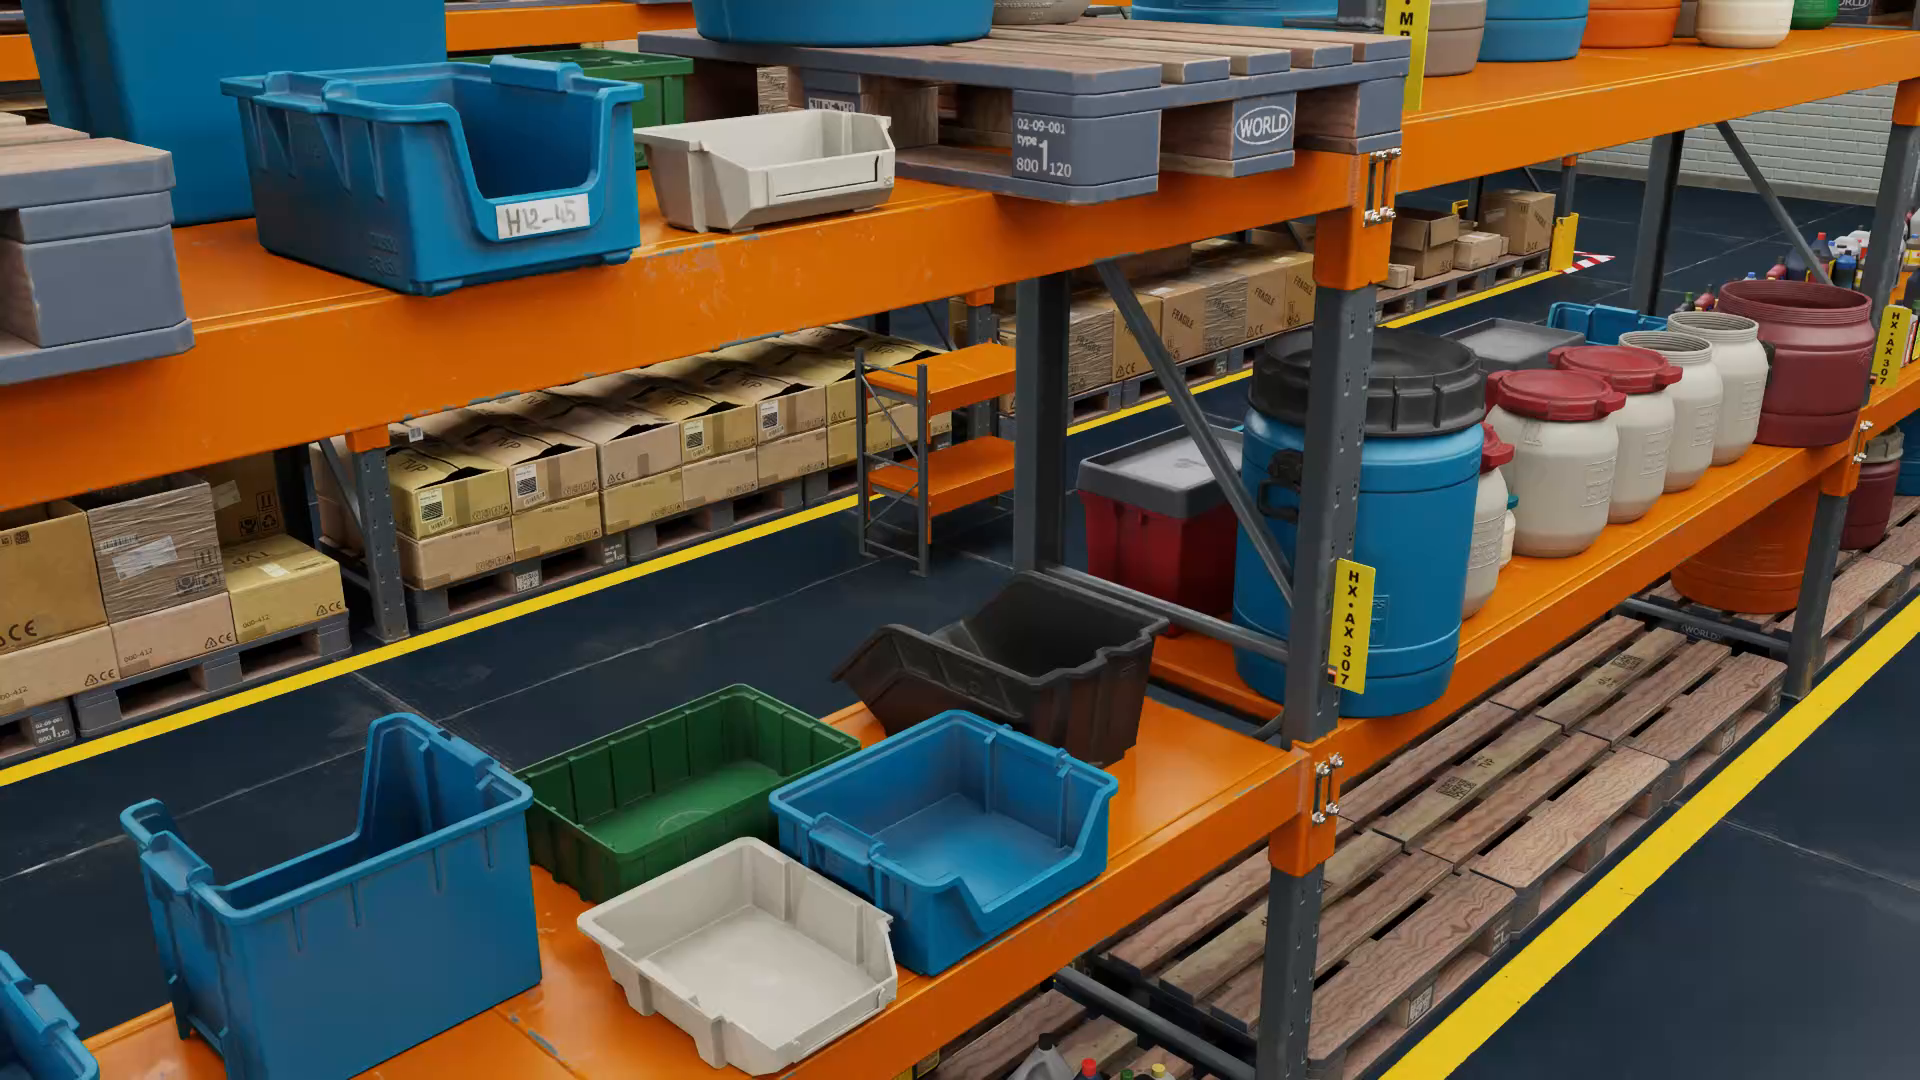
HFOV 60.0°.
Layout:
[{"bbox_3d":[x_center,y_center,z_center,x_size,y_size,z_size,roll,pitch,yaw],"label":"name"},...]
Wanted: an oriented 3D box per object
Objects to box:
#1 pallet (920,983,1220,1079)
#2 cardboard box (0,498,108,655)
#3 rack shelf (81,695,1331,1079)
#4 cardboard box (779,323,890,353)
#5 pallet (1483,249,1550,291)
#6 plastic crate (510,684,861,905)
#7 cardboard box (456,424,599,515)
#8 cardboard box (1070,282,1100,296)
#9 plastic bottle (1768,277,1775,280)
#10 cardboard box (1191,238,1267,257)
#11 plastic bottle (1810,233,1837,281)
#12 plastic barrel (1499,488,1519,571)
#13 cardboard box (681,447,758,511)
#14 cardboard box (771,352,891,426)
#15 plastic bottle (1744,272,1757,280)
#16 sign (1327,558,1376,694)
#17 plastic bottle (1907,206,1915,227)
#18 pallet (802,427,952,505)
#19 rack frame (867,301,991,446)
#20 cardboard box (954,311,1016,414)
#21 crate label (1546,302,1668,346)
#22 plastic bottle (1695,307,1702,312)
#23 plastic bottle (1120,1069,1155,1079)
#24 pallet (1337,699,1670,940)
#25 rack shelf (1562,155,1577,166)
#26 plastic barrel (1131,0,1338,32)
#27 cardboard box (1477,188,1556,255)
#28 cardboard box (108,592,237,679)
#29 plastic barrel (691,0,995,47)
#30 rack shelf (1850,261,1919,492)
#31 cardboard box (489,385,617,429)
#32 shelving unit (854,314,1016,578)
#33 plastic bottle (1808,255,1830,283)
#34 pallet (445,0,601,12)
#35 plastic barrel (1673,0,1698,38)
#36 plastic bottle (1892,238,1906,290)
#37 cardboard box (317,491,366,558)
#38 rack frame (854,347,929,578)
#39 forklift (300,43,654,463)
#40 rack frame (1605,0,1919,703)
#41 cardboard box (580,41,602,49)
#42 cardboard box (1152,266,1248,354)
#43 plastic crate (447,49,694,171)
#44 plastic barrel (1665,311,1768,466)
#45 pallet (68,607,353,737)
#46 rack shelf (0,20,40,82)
[{"bbox_3d":[0.048,1.659,4.464,1.003,0.211,1.213,19,28,41],"label":"pallet"},{"bbox_3d":[-3.870,0.121,6.781,0.500,0.500,0.500,19,28,41],"label":"cardboard box"},{"bbox_3d":[-0.849,1.045,3.177,1.077,0.370,4.000,19,28,41],"label":"rack shelf"},{"bbox_3d":[-0.785,-1.187,10.447,0.500,0.311,0.500,-19,28,-40],"label":"cardboard box"},{"bbox_3d":[4.763,-2.603,15.554,1.003,0.211,1.213,19,28,41],"label":"pallet"},{"bbox_3d":[-0.603,0.573,3.699,0.450,0.188,0.662,19,28,41],"label":"plastic crate"},{"bbox_3d":[-2.180,-0.391,8.376,0.500,0.311,0.500,19,28,40],"label":"cardboard box"},{"bbox_3d":[0.636,-1.544,11.782,0.500,0.500,0.500,18,27,39],"label":"cardboard box"},{"bbox_3d":[4.043,-1.210,8.320,0.097,0.201,0.097,0,21,0],"label":"plastic bottle"},{"bbox_3d":[2.069,-2.077,13.168,0.500,0.500,0.500,18,27,38],"label":"cardboard box"},{"bbox_3d":[4.473,-1.427,8.674,0.144,0.351,0.185,19,28,41],"label":"plastic bottle"},{"bbox_3d":[1.580,-0.042,5.195,0.301,0.262,0.301,0,21,0],"label":"plastic barrel"},{"bbox_3d":[-1.469,-0.395,9.168,0.500,0.250,0.500,-20,28,-41],"label":"cardboard box"},{"bbox_3d":[-0.756,-0.916,9.743,0.500,0.311,0.500,19,28,40],"label":"cardboard box"},{"bbox_3d":[3.839,-1.168,8.112,0.097,0.271,0.097,0,21,0],"label":"plastic bottle"},{"bbox_3d":[0.933,0.207,3.970,0.100,0.325,0.005,19,28,41],"label":"sign"},{"bbox_3d":[5.566,-1.819,9.789,0.061,0.283,0.133,19,28,41],"label":"plastic bottle"},{"bbox_3d":[-0.812,-0.570,10.264,1.003,0.211,1.213,19,28,41],"label":"pallet"},{"bbox_3d":[-0.210,-2.074,10.288,1.000,3.000,0.127,19,28,41],"label":"rack frame"},{"bbox_3d":[0.313,-1.158,10.776,0.500,0.500,0.500,-19,28,-40],"label":"cardboard box"},{"bbox_3d":[2.450,-0.662,6.566,0.502,0.435,0.616,19,28,41],"label":"crate label"},{"bbox_3d":[3.407,-0.976,7.710,0.097,0.201,0.097,0,21,0],"label":"plastic bottle"},{"bbox_3d":[0.447,1.464,4.257,0.133,0.283,0.061,-18,28,-39],"label":"plastic bottle"},{"bbox_3d":[1.918,0.970,6.256,1.003,0.211,1.213,19,28,41],"label":"pallet"},{"bbox_3d":[3.976,-3.280,14.430,1.077,0.370,4.000,19,28,41],"label":"rack shelf"},{"bbox_3d":[0.746,-1.624,4.239,0.600,0.901,0.708,19,28,41],"label":"plastic barrel"},{"bbox_3d":[5.168,-2.967,15.484,0.500,0.500,0.500,19,28,41],"label":"cardboard box"},{"bbox_3d":[-3.523,0.342,7.251,0.500,0.250,0.500,19,28,41],"label":"cardboard box"},{"bbox_3d":[-0.225,-1.406,3.086,0.600,0.901,0.708,19,28,41],"label":"plastic barrel"},{"bbox_3d":[4.732,-1.011,8.527,1.077,0.370,4.000,19,28,41],"label":"rack shelf"},{"bbox_3d":[-2.215,-0.658,9.072,0.500,0.311,0.500,19,28,40],"label":"cardboard box"},{"bbox_3d":[0.005,-0.527,8.877,0.538,1.125,1.048,19,28,41],"label":"shelving unit"},{"bbox_3d":[4.343,-1.294,8.424,0.061,0.283,0.133,19,28,41],"label":"plastic bottle"},{"bbox_3d":[-2.394,-2.586,7.708,0.805,0.209,1.217,18,27,39],"label":"pallet"},{"bbox_3d":[2.608,-2.310,6.024,0.600,0.901,0.600,0,21,0],"label":"plastic barrel"},{"bbox_3d":[4.994,-1.503,8.978,0.152,0.276,0.135,19,28,41],"label":"plastic bottle"},{"bbox_3d":[-2.918,-0.137,8.497,0.500,0.250,0.500,19,28,40],"label":"cardboard box"},{"bbox_3d":[-0.350,-0.396,8.537,0.500,1.125,0.032,19,28,41],"label":"rack frame"},{"bbox_3d":[-3.075,-2.211,10.742,1.130,2.935,3.031,15,26,34],"label":"forklift"},{"bbox_3d":[3.337,-0.833,7.060,1.000,3.000,0.127,19,28,41],"label":"rack frame"},{"bbox_3d":[-3.240,-3.917,13.457,0.500,0.250,0.500,-19,28,-41],"label":"cardboard box"},{"bbox_3d":[1.741,-1.688,12.156,0.500,0.500,0.500,20,29,41],"label":"cardboard box"},{"bbox_3d":[-0.749,-0.768,3.007,0.336,0.188,0.450,19,28,41],"label":"plastic crate"},{"bbox_3d":[2.772,-0.567,6.213,0.421,0.512,0.421,0,21,0],"label":"plastic barrel"},{"bbox_3d":[-3.585,0.450,7.609,1.003,0.211,1.213,19,28,41],"label":"pallet"},{"bbox_3d":[-4.395,-1.596,5.867,1.077,0.370,4.000,19,28,41],"label":"rack shelf"}]
